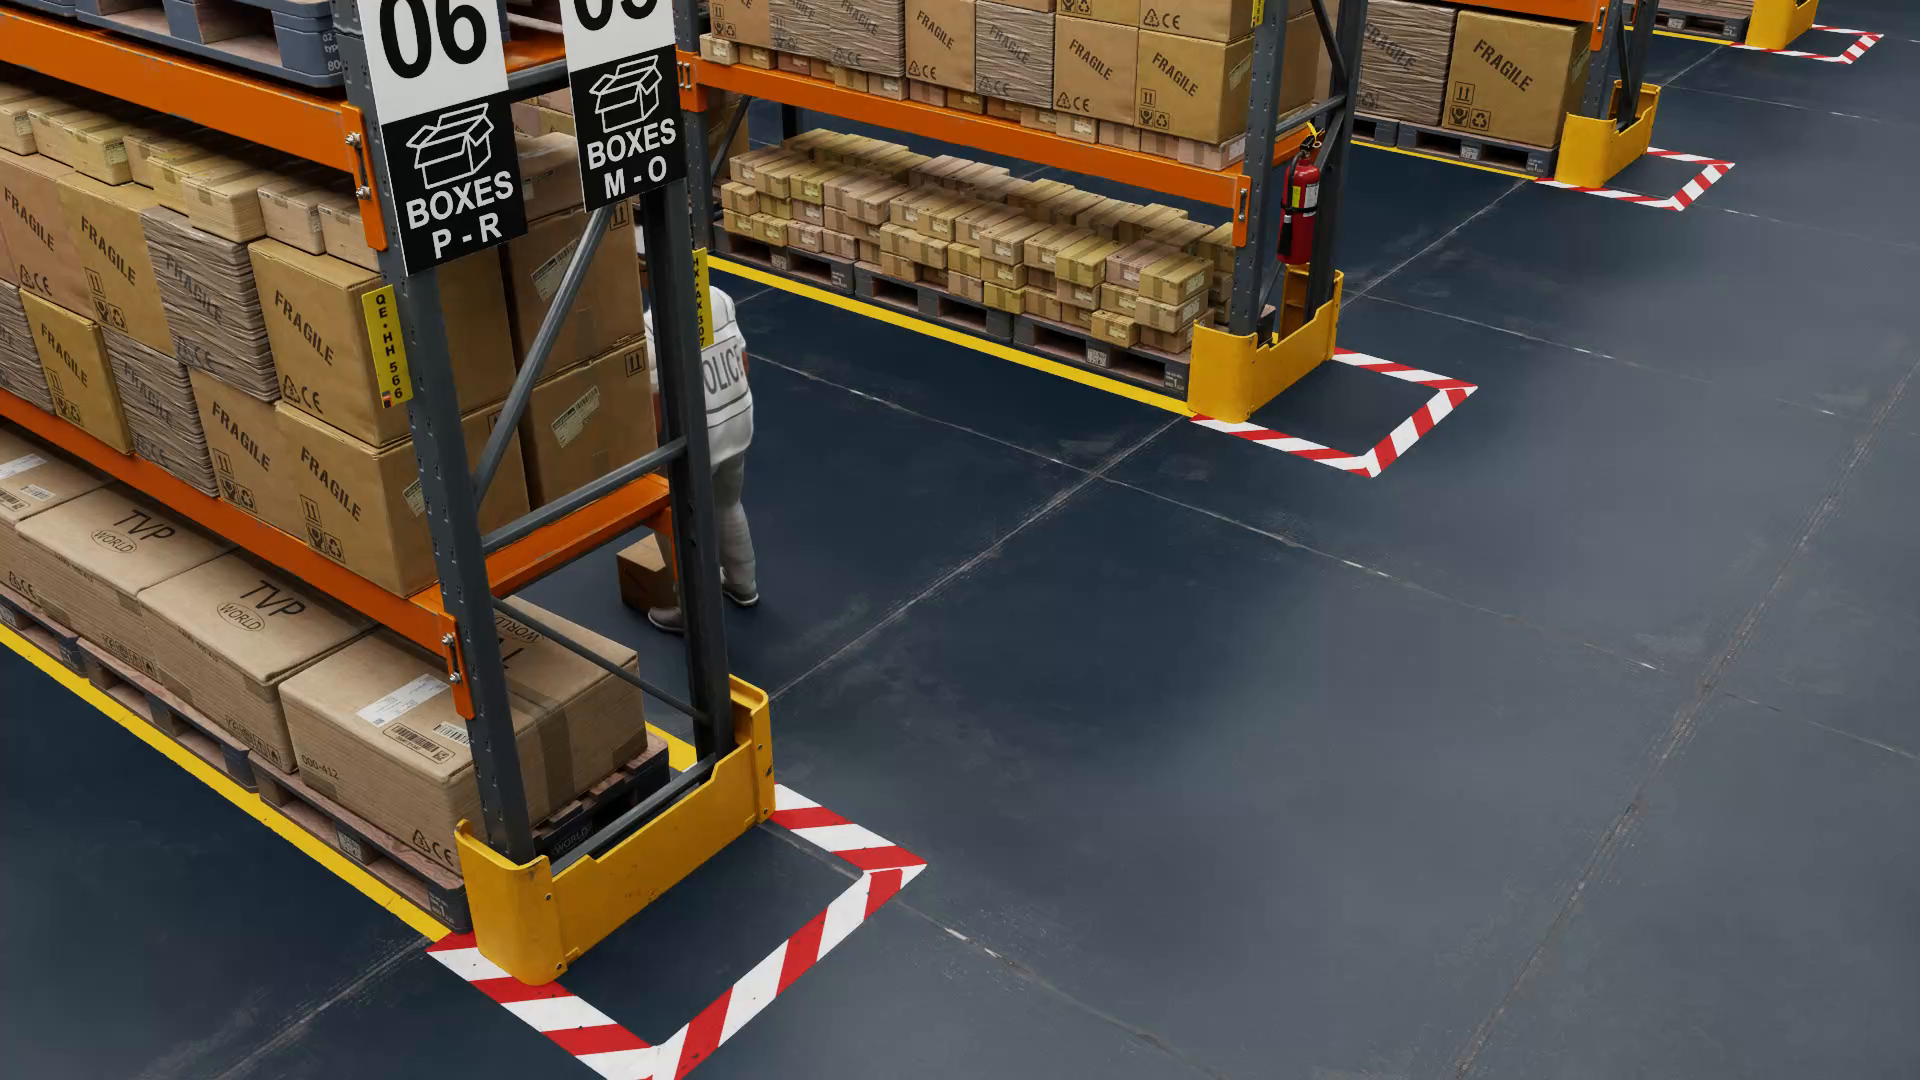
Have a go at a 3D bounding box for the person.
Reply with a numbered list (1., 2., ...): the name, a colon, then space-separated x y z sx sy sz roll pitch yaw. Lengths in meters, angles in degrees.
1. person: -1.088 -0.419 6.833 0.442 1.744 0.585 21 37 31
